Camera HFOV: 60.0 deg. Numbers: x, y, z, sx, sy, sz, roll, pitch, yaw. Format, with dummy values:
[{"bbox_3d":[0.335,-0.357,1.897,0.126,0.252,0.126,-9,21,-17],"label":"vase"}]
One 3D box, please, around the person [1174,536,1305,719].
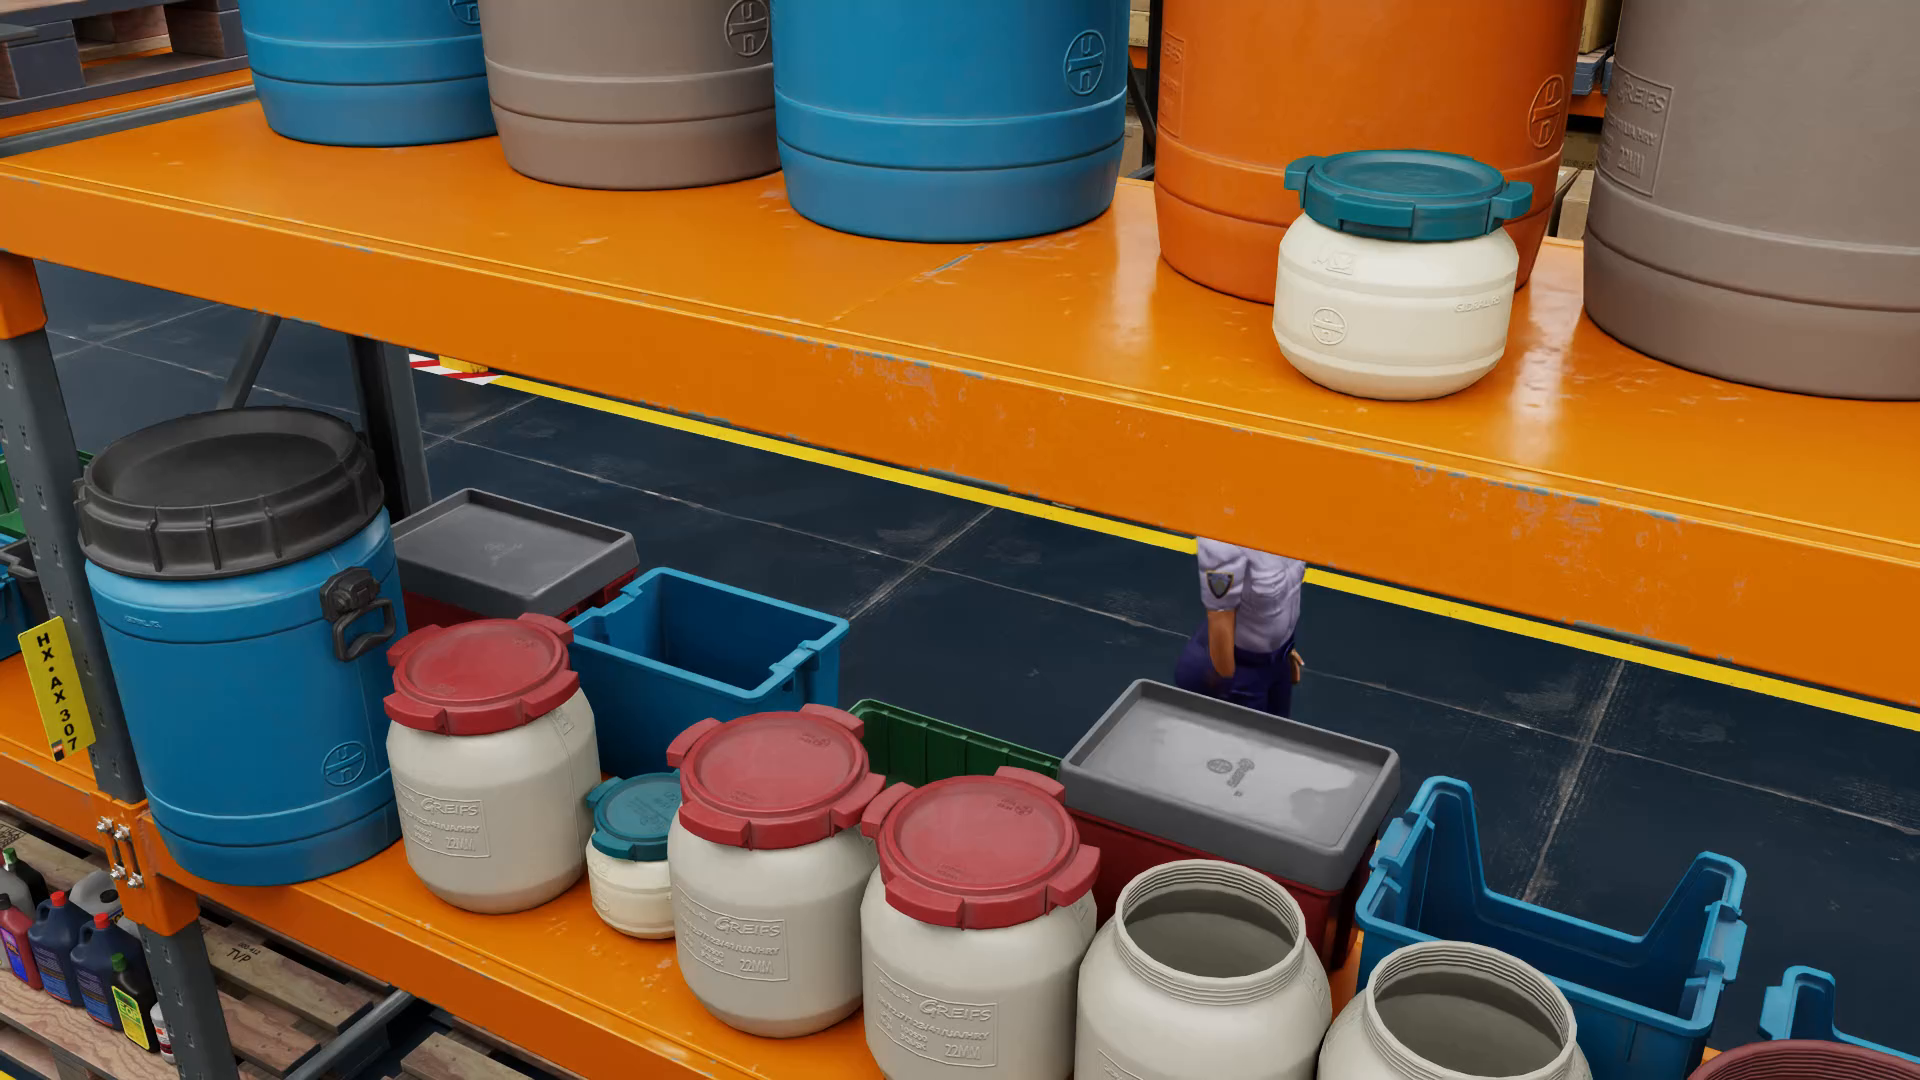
[{"bbox_3d":[0.912,0.415,5.330,0.308,1.637,0.478,15,30,27],"label":"person"}]
